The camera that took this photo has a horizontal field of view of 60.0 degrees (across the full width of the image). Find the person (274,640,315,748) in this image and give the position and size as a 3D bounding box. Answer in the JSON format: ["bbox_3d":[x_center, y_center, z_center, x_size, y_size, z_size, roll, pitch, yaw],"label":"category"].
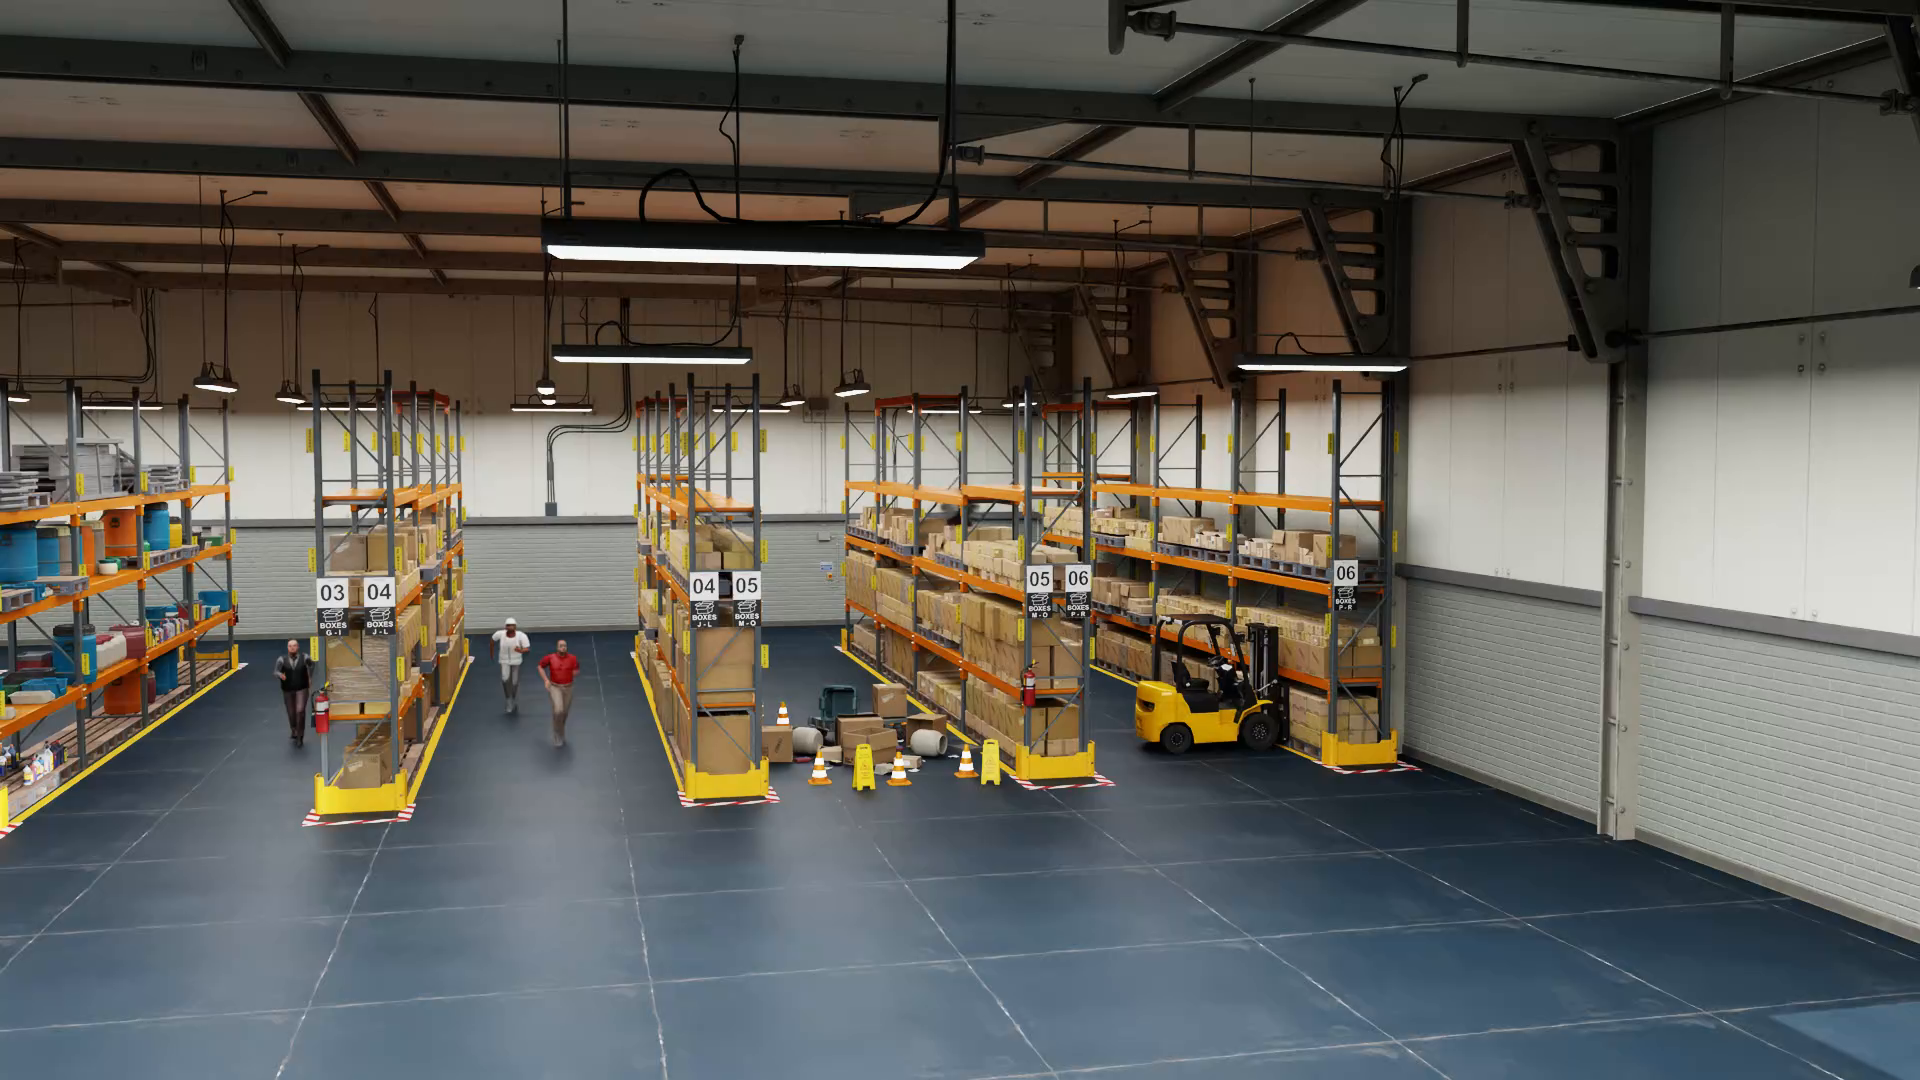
[{"bbox_3d":[-11.116,2.532,27.771,0.610,1.750,0.889,-1,3,-12],"label":"person"}]

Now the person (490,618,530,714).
[{"bbox_3d":[-8.419,2.334,31.127,0.729,1.788,0.838,-1,3,-13],"label":"person"}]

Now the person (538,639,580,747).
[{"bbox_3d":[-6.657,2.555,27.771,0.638,1.801,0.794,-2,4,-34],"label":"person"}]
